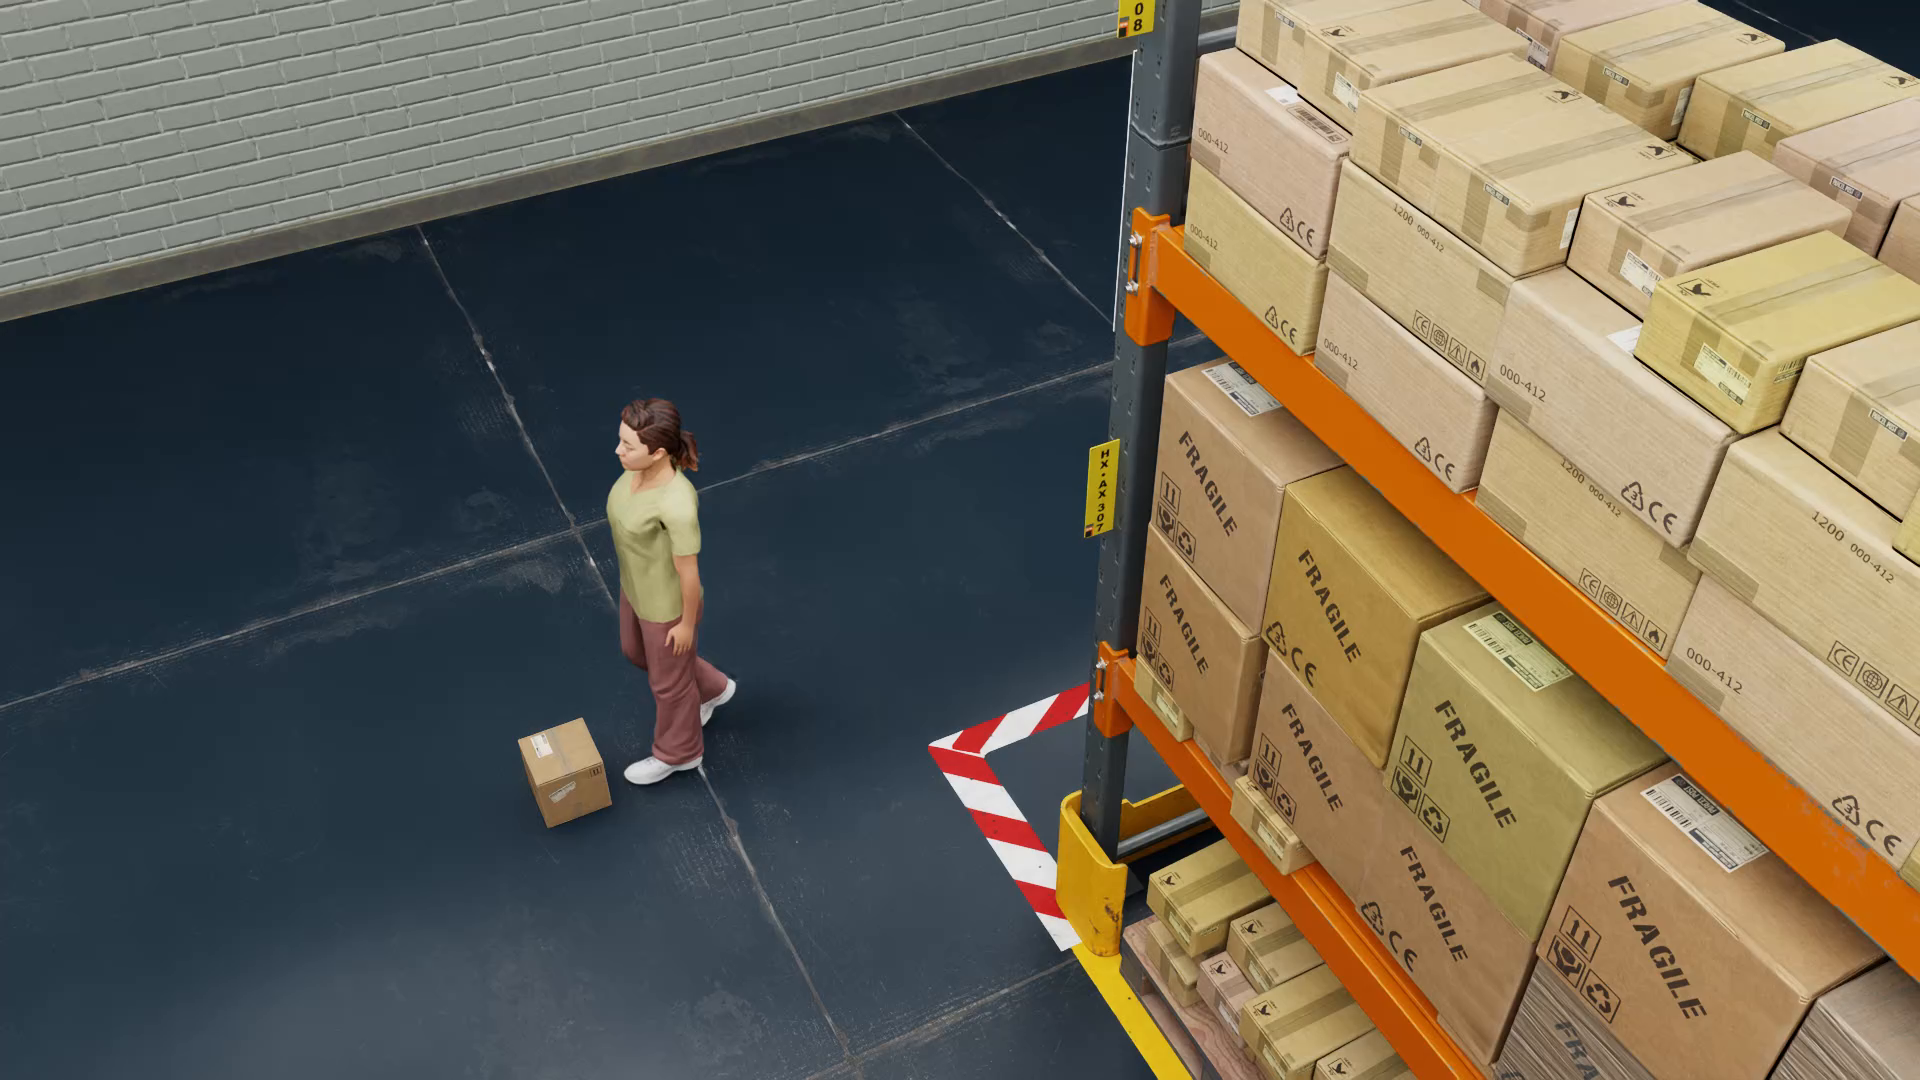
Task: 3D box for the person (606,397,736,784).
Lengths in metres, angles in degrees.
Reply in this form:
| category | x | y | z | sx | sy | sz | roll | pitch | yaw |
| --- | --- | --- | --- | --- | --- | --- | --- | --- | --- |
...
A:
| category | x | y | z | sx | sy | sz | roll | pitch | yaw |
| --- | --- | --- | --- | --- | --- | --- | --- | --- | --- |
| person | -1.062 | 0.211 | 5.939 | 0.525 | 1.702 | 0.449 | -18 | 45 | -20 |
